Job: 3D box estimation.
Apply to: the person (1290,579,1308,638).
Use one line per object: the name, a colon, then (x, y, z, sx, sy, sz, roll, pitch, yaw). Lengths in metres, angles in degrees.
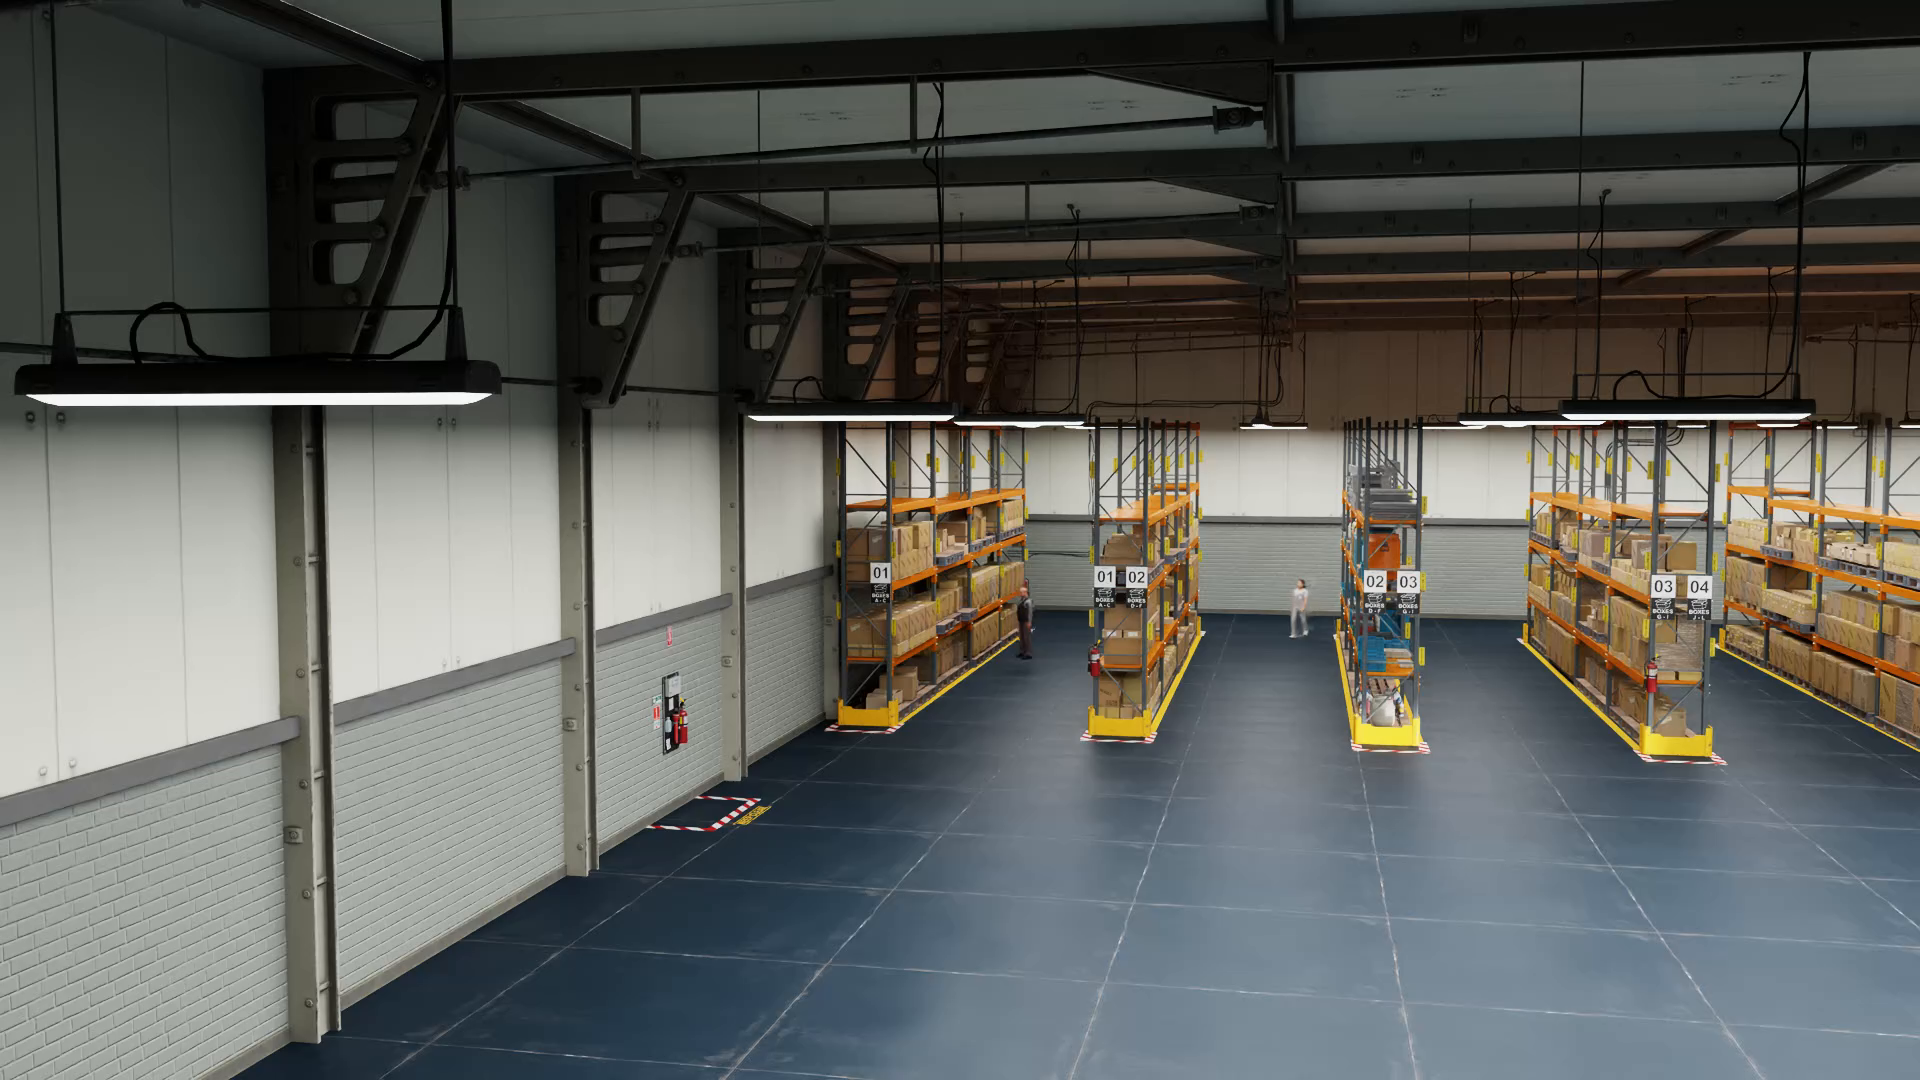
person: (9.429, 1.901, 46.243, 0.481, 1.621, 0.793, 1, 4, 22)

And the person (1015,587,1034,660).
person: (1.559, 2.005, 40.185, 0.412, 1.723, 0.582, -1, 4, -16)
